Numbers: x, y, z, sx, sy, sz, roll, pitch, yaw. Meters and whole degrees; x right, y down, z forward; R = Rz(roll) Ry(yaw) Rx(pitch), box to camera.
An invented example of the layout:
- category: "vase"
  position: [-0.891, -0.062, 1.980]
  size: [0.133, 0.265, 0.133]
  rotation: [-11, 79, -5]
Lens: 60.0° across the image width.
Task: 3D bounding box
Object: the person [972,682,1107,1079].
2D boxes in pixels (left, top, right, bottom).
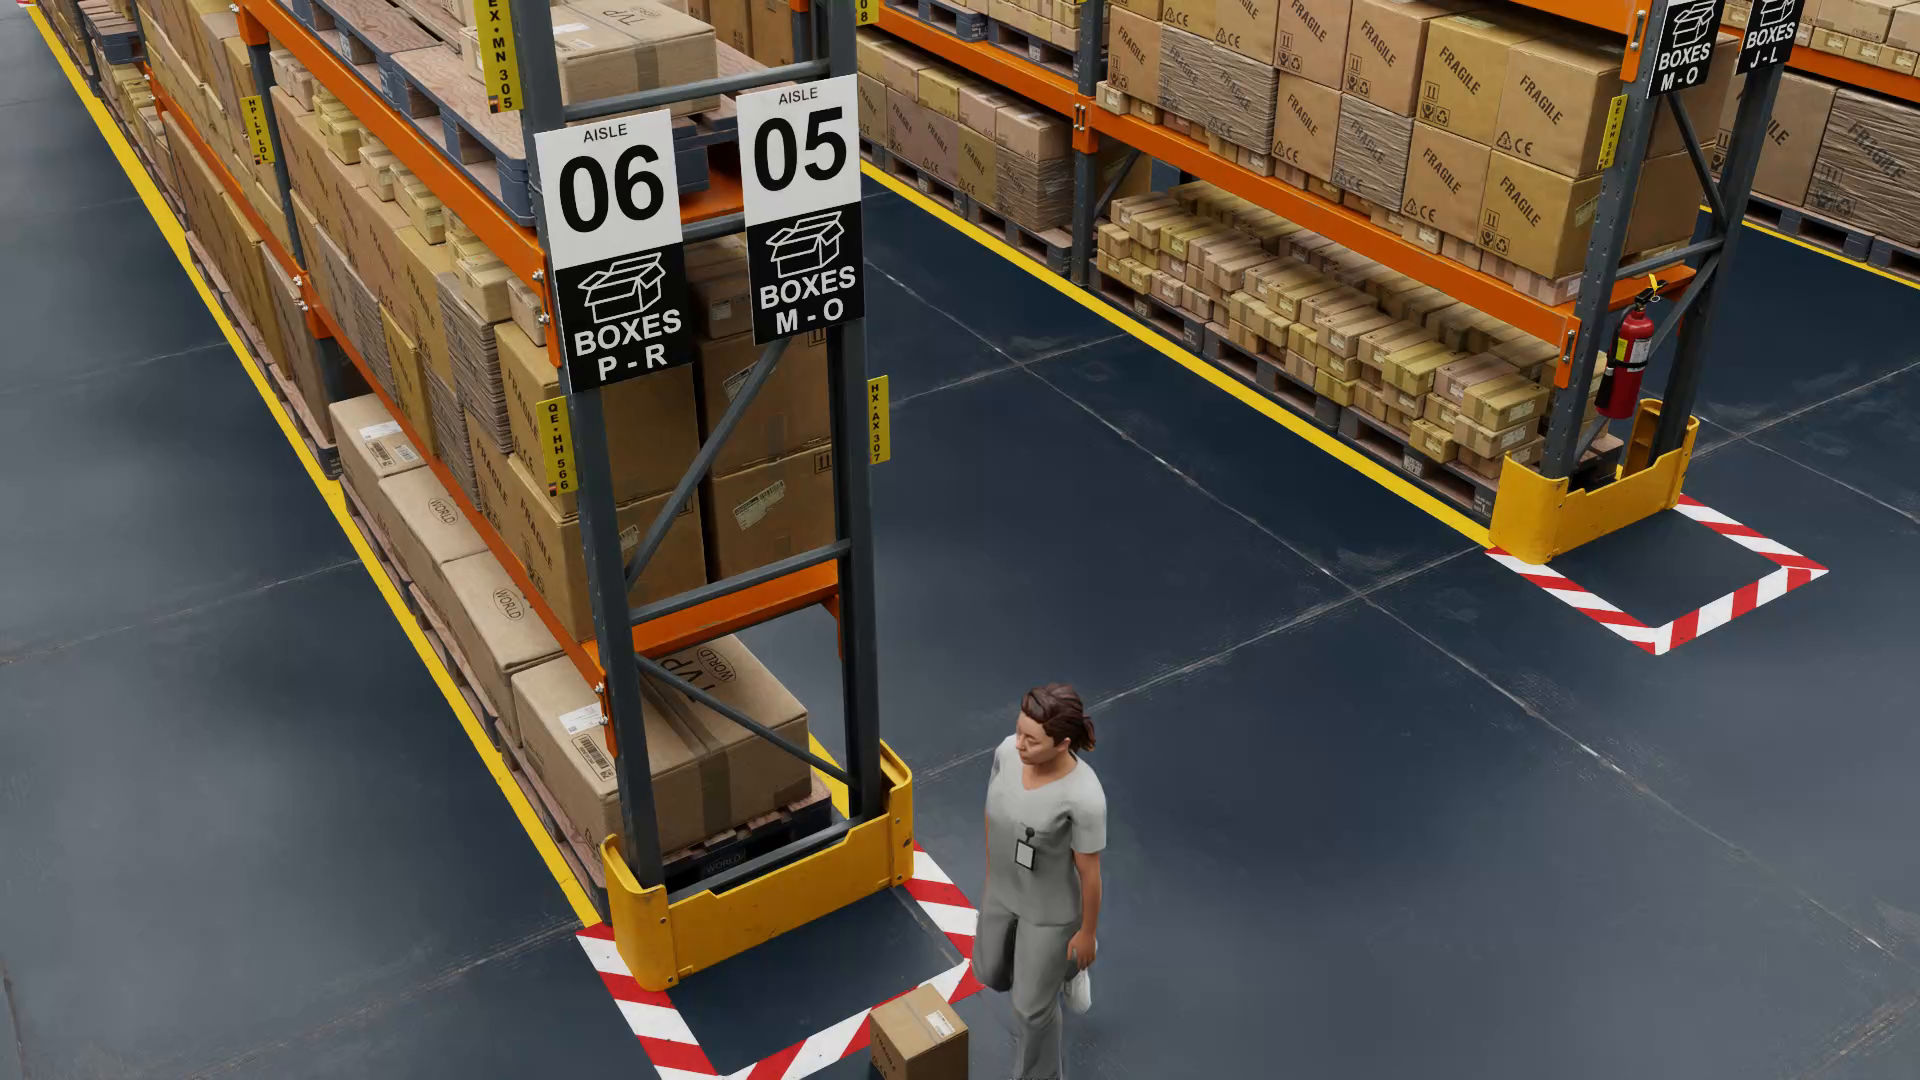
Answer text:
- category: "person"
  position: [0.278, 1.137, 5.370]
  size: [0.699, 1.655, 0.490]
  rotation: [-27, 41, -35]
